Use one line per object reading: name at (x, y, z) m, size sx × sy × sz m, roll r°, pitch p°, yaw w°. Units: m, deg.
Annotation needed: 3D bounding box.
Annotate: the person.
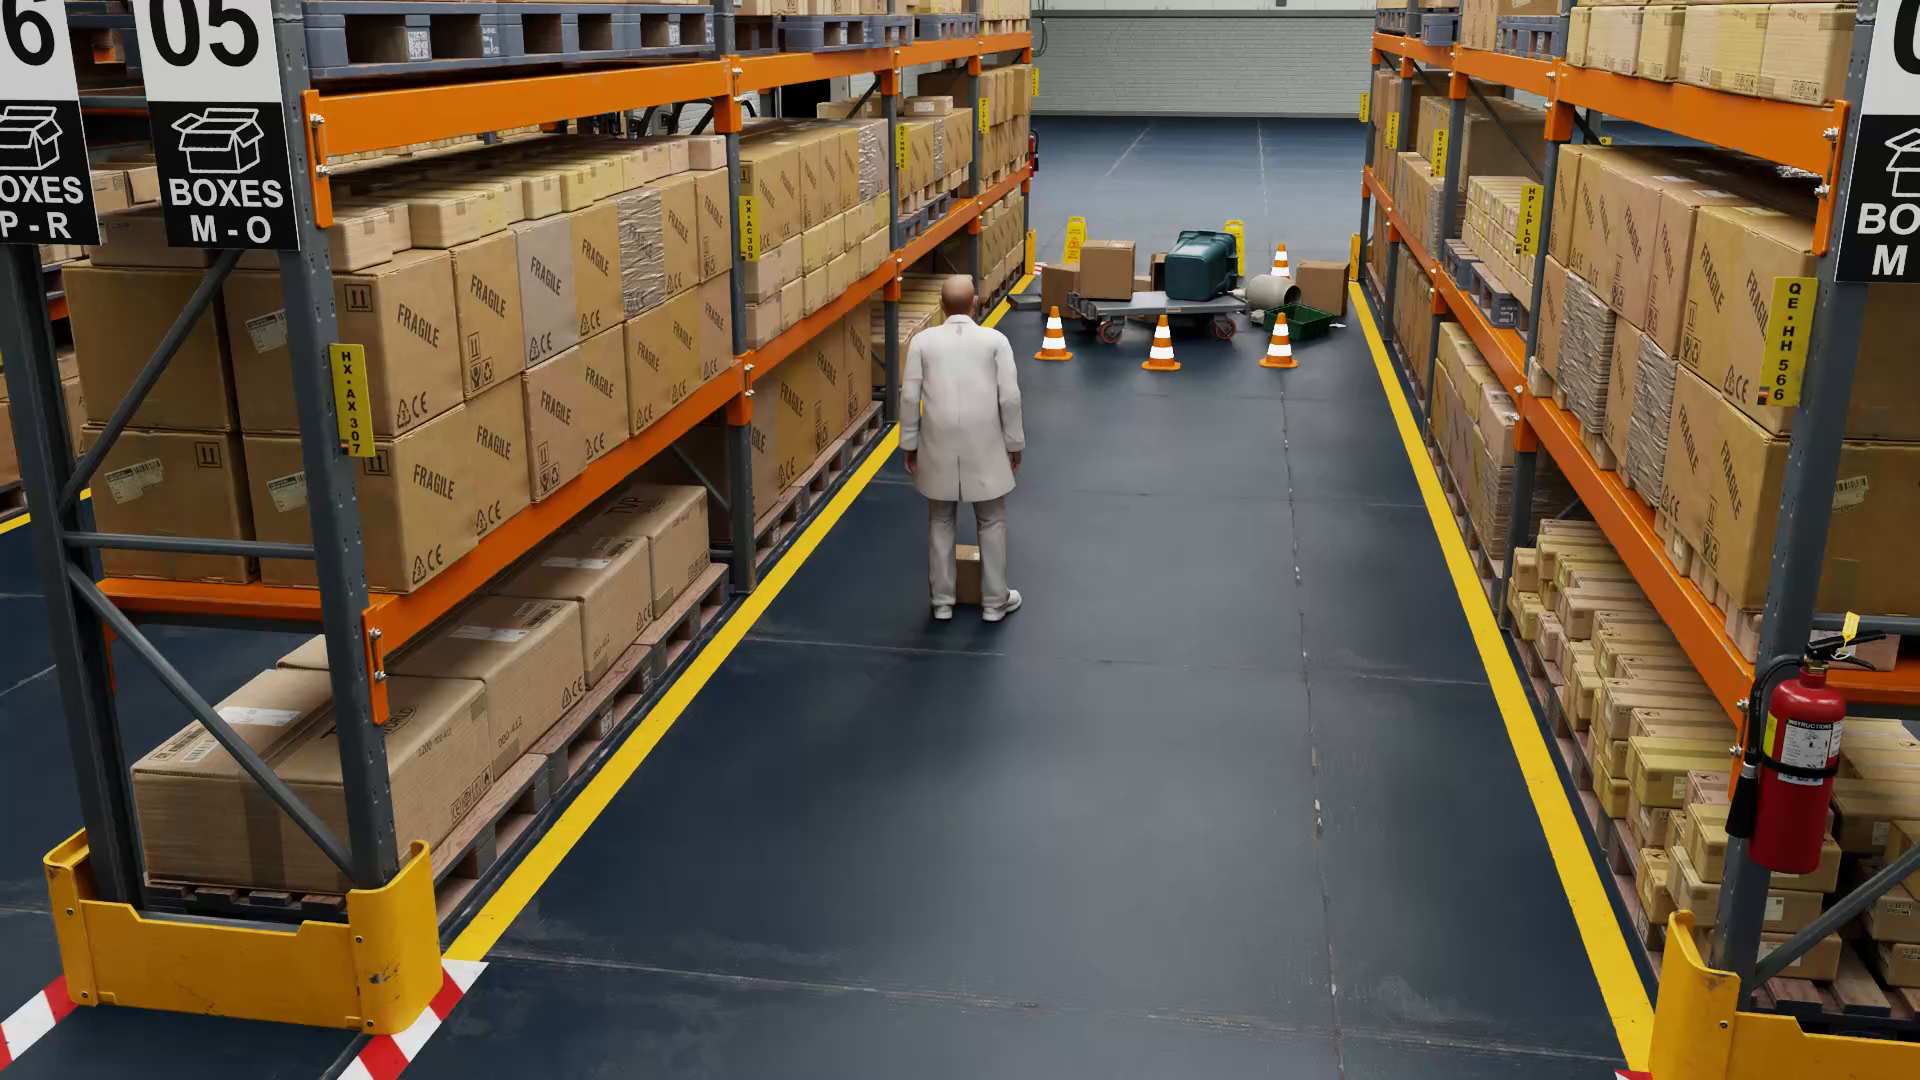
person at (0.013, -0.466, 8.545) m, size 0.642 × 1.774 × 0.423 m, roll 2°, pitch 18°, yaw 6°
